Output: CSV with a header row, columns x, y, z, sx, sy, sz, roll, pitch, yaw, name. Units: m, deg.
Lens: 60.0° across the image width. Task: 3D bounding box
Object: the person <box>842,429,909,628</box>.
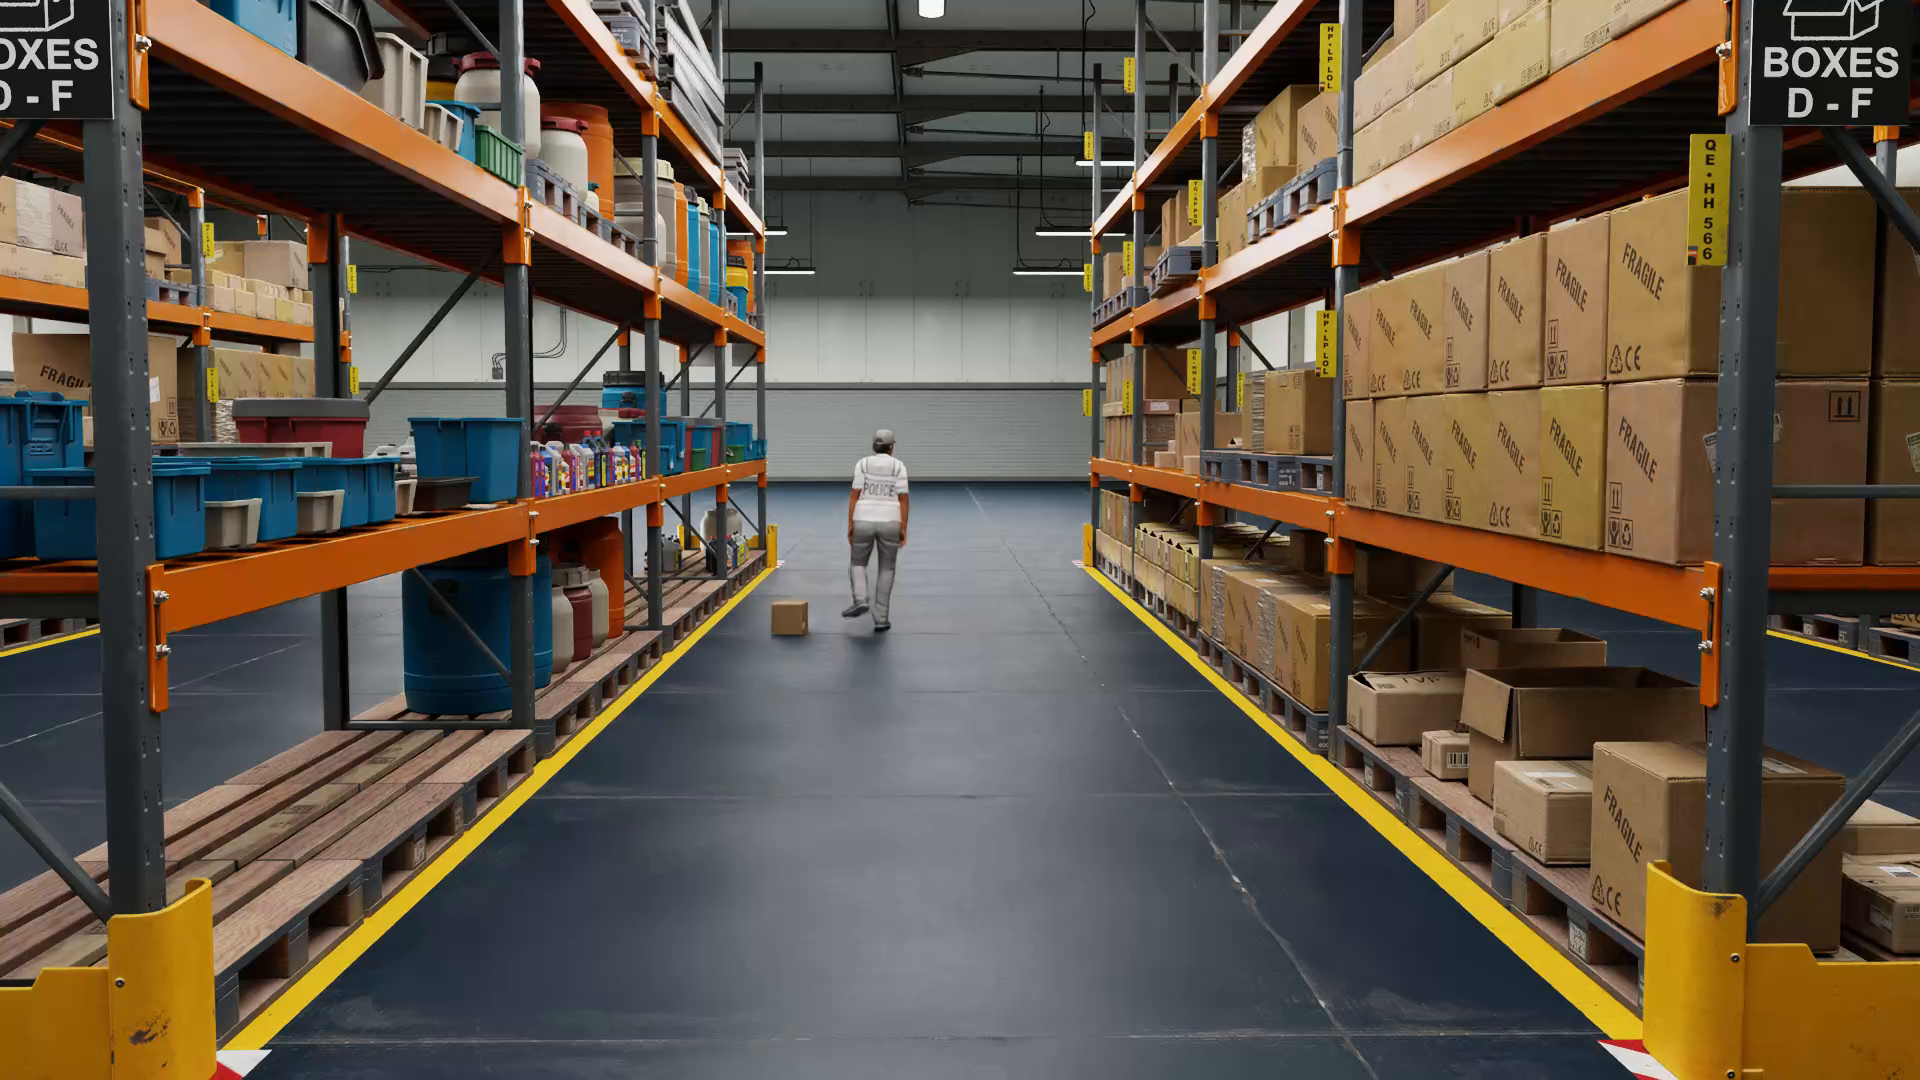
x,y,z,sx,sy,sz,roll,pitch,yaw,name
-0.698,-0.093,13.823,0.554,1.658,0.556,0,4,1,person
